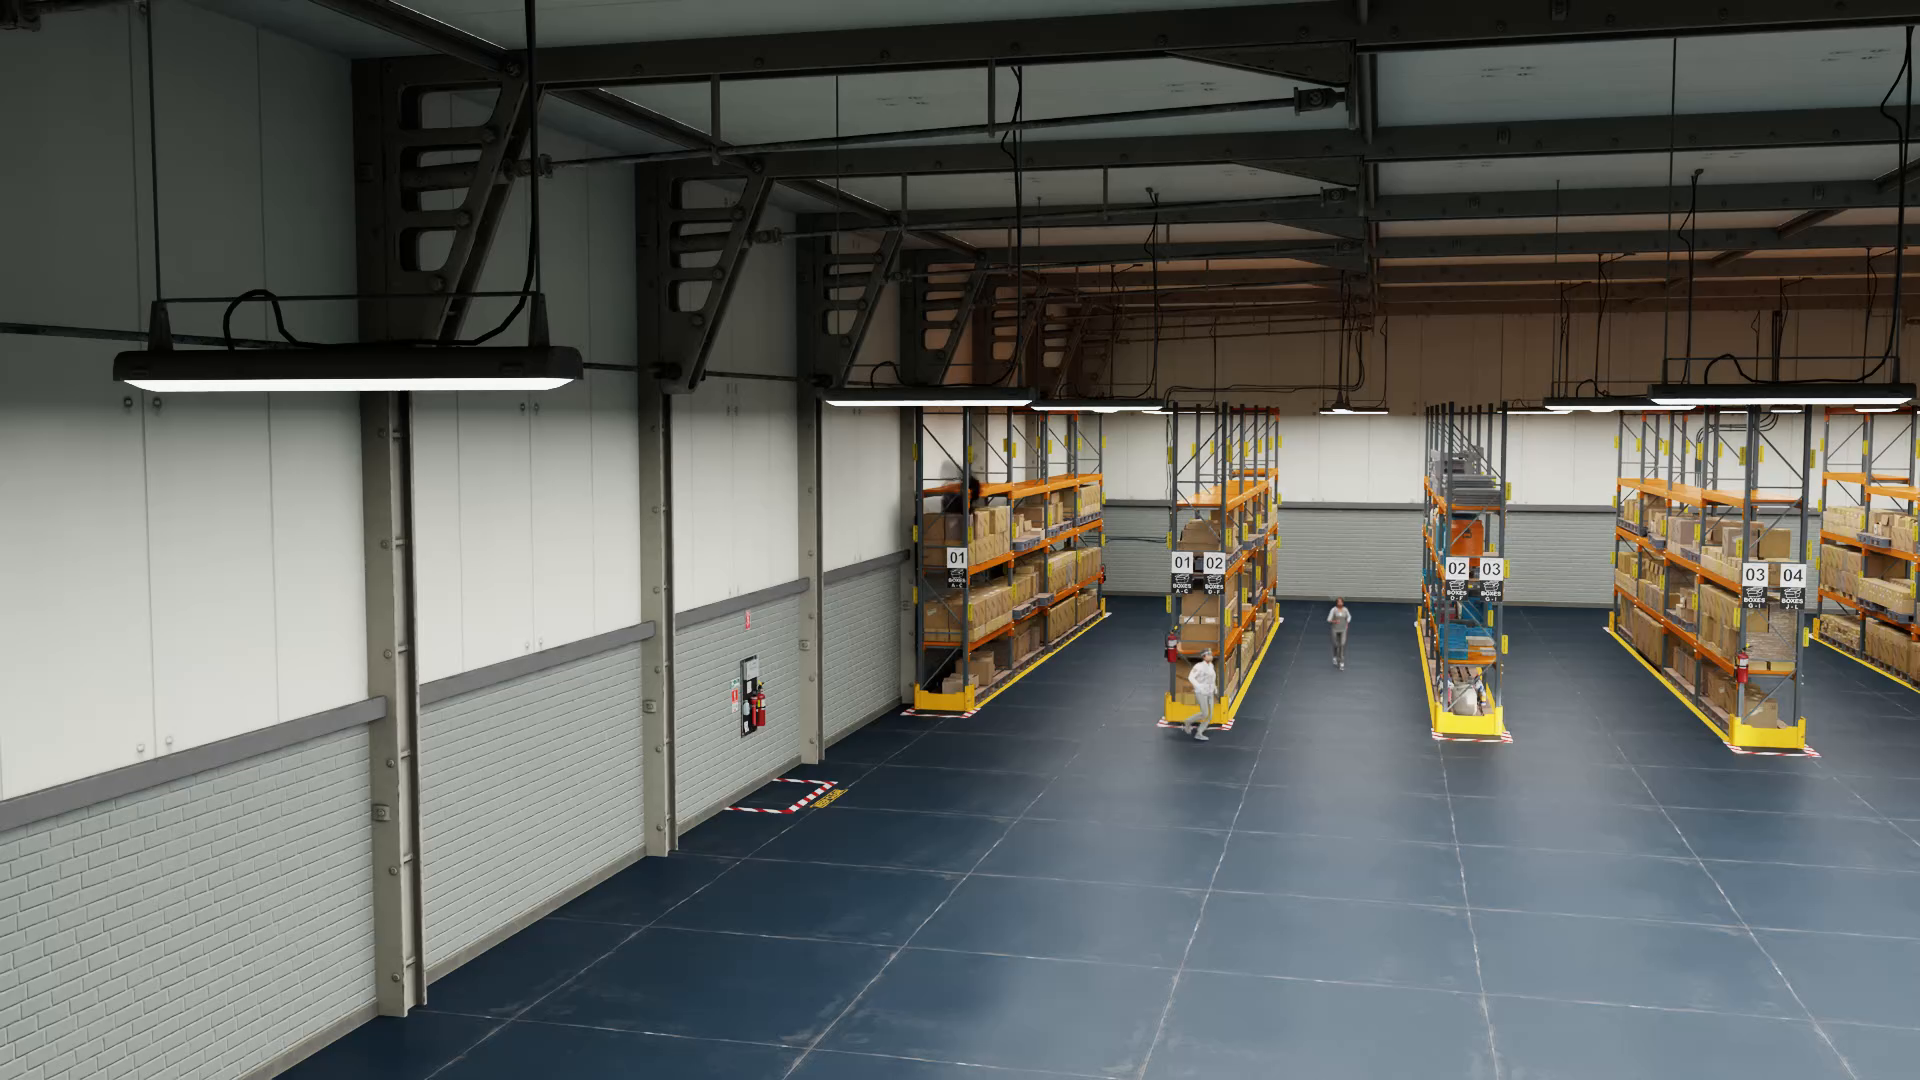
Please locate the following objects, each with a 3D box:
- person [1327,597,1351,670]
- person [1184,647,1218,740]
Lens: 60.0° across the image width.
[{"bbox_3d":[8.649,2.102,37.936,0.536,1.610,0.779,0,4,7],"label":"person"},{"bbox_3d":[4.320,2.718,29.595,0.626,1.646,0.509,-4,6,-40],"label":"person"}]
